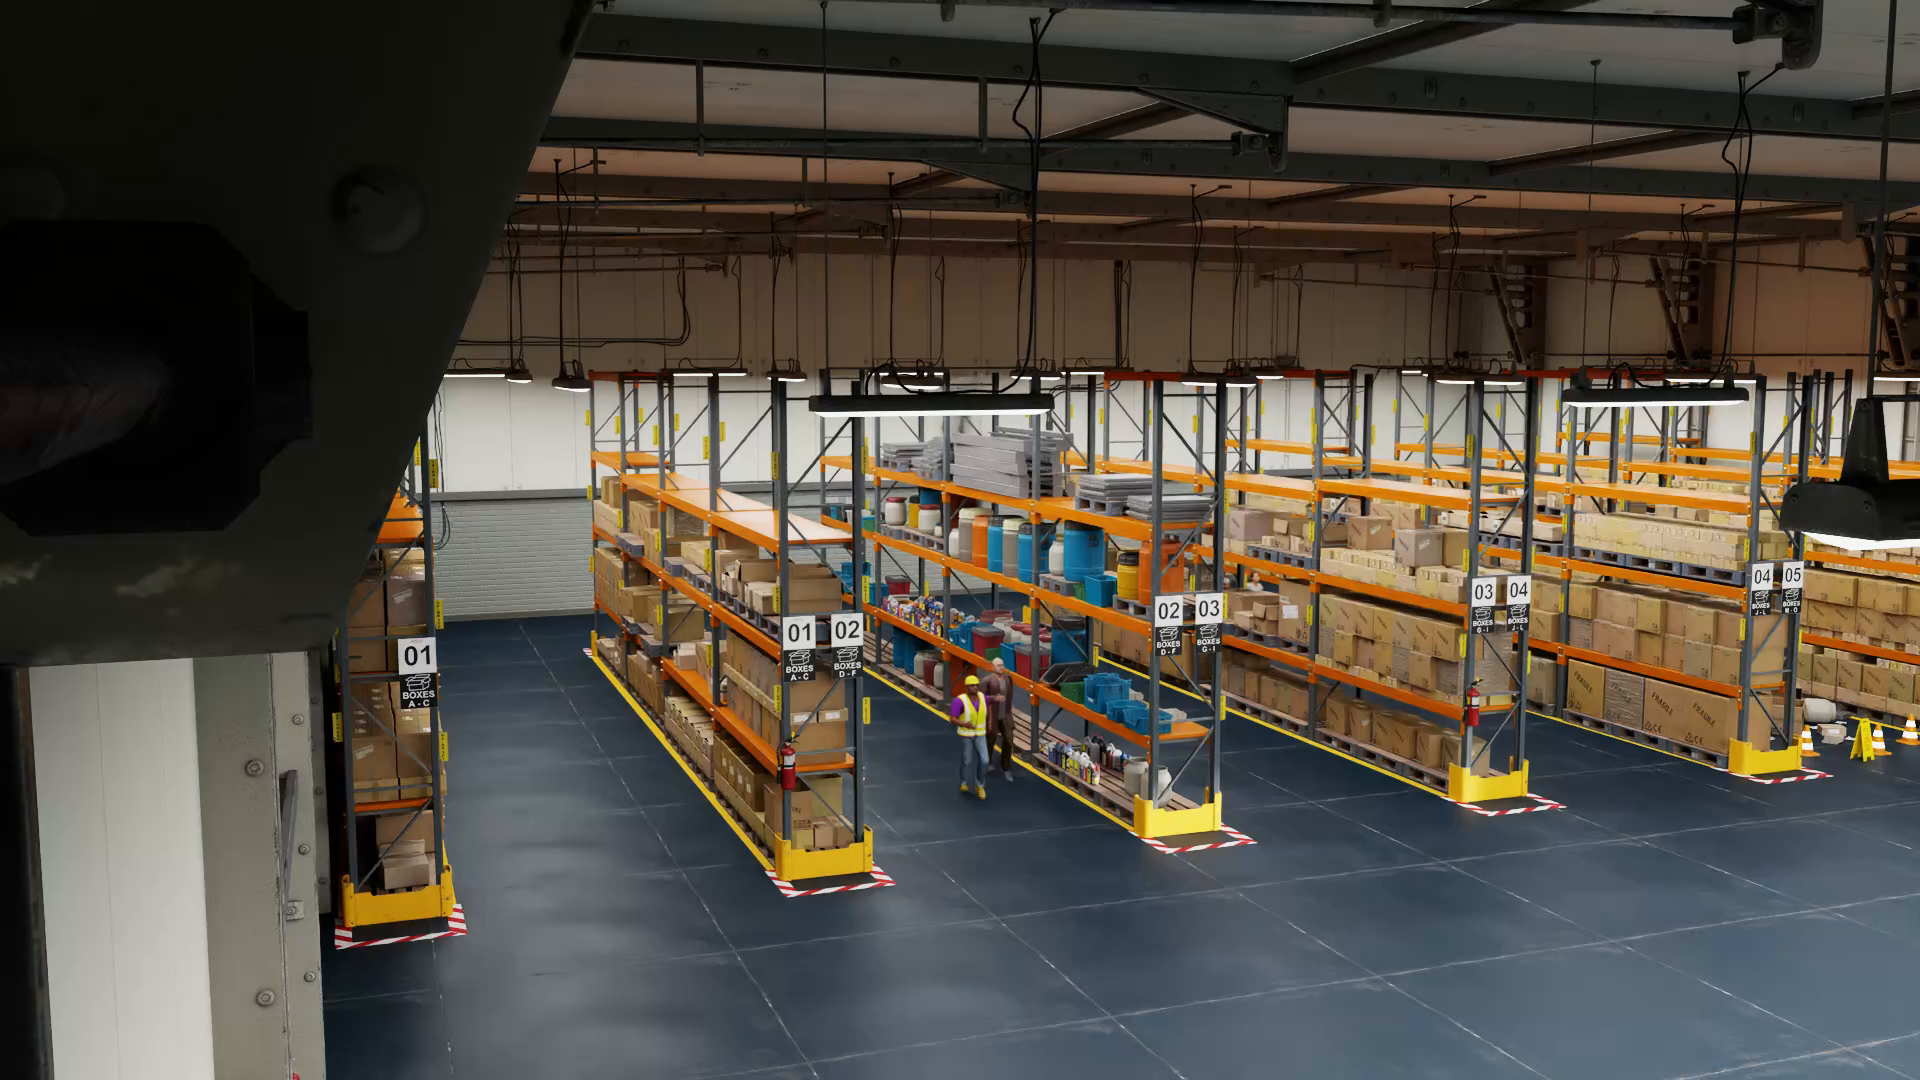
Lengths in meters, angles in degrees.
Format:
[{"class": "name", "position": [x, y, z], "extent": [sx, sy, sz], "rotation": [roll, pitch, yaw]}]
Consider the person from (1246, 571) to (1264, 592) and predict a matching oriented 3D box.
[{"class": "person", "position": [6.417, 1.490, 36.246], "extent": [0.572, 1.630, 0.565], "rotation": [-3, 7, -25]}]

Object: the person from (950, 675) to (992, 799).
[{"class": "person", "position": [0.196, 2.824, 23.761], "extent": [0.718, 1.816, 0.722], "rotation": [-2, 7, -21]}]

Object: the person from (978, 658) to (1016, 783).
[{"class": "person", "position": [0.563, 2.669, 24.904], "extent": [0.699, 1.837, 0.810], "rotation": [-3, 7, -23]}]

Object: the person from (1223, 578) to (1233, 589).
[{"class": "person", "position": [5.533, 1.640, 34.705], "extent": [0.593, 1.719, 0.816], "rotation": [-3, 7, -23]}]
